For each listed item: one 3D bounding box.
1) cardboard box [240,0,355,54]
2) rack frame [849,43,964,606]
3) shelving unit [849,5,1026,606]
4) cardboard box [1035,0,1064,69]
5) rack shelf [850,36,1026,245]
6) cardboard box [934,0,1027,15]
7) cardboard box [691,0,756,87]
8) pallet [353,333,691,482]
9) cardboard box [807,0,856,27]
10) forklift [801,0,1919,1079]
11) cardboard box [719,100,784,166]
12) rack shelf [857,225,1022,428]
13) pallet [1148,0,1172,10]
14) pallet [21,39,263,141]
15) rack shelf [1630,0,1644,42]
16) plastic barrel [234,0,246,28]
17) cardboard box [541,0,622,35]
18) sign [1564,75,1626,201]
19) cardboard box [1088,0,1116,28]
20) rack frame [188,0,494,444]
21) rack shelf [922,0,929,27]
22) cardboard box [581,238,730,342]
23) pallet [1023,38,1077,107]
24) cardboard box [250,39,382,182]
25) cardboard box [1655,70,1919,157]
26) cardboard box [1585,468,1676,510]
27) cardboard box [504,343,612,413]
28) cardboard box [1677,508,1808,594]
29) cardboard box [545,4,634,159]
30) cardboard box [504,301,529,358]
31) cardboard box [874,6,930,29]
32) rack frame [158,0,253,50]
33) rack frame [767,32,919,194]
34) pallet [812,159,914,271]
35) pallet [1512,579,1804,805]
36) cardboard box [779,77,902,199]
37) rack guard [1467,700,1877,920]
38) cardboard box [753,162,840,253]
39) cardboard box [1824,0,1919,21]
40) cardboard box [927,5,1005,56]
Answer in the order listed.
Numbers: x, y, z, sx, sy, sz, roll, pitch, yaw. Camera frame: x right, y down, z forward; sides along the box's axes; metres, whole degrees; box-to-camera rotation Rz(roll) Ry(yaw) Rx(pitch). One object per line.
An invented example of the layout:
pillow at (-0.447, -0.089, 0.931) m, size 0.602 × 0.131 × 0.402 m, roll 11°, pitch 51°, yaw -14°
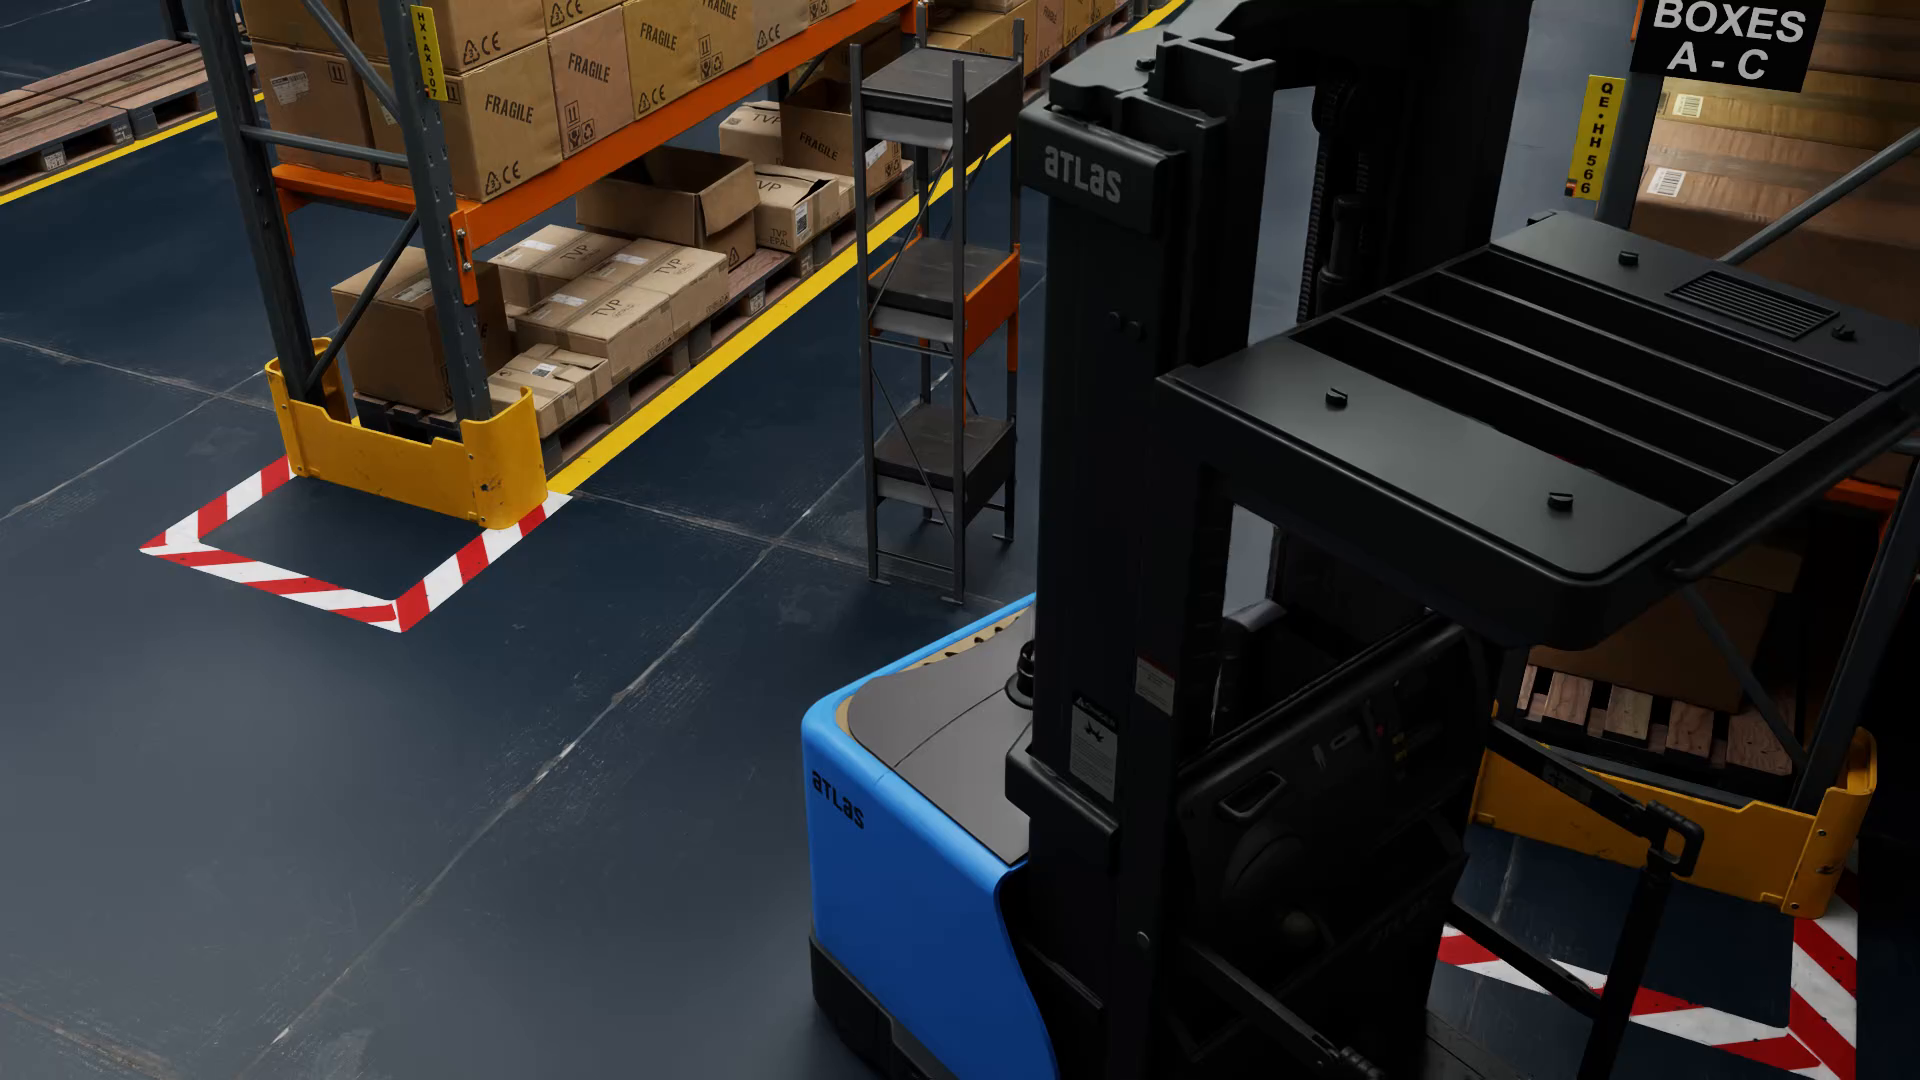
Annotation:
cardboard box at (-2.417, -2.210, 6.381) m, size 0.500 × 0.500 × 0.500 m, roll 14°, pitch 36°, yaw 20°
rack frame at (-0.171, -0.674, 5.863) m, size 0.400 × 2.100 × 0.015 m, roll 14°, pitch 36°, yaw 20°
shelving unit at (-0.069, -0.796, 6.049) m, size 0.431 × 2.100 × 0.503 m, roll 14°, pitch 36°, yaw 20°
cardboard box at (0.384, -3.548, 11.304) m, size 0.500 × 0.500 × 0.500 m, roll 13°, pitch 35°, yaw 19°
rack shelf at (-0.069, -1.370, 5.672) m, size 0.431 × 0.518 × 0.480 m, roll 14°, pitch 36°, yaw 20°
cardboard box at (0.162, -3.593, 10.688) m, size 0.500 × 0.250 × 0.500 m, roll 14°, pitch 36°, yaw 21°
cardboard box at (-1.295, -2.423, 7.619) m, size 0.500 × 0.500 × 0.500 m, roll 15°, pitch 36°, yaw 21°
pallet at (-1.989, -0.734, 7.677) m, size 1.003 × 0.211 × 1.213 m, roll 14°, pitch 36°, yaw 20°
cardboard box at (-0.871, -2.934, 8.398) m, size 0.500 × 0.500 × 0.500 m, roll 15°, pitch 36°, yaw 22°
forklift at (0.917, 0.541, 3.252) m, size 1.130 × 2.935 × 3.031 m, roll -25°, pitch 41°, yaw -33°
cardboard box at (-1.053, -2.357, 9.660) m, size 0.500 × 0.311 × 0.500 m, roll 14°, pitch 36°, yaw 20°
rack shelf at (-0.069, -0.784, 6.056) m, size 0.431 × 0.518 × 0.480 m, roll 14°, pitch 36°, yaw 20°
pallet at (1.373, -4.684, 13.701) m, size 1.003 × 0.211 × 1.213 m, roll 14°, pitch 36°, yaw 20°
pallet at (-5.450, -3.054, 11.215) m, size 1.003 × 0.211 × 1.213 m, roll 14°, pitch 36°, yaw 20°
rack shelf at (2.984, -2.280, 5.412) m, size 1.077 × 0.370 × 4.000 m, roll 14°, pitch 36°, yaw 20°
plastic barrel at (-4.935, -4.161, 11.890) m, size 0.600 × 0.901 × 0.708 m, roll 14°, pitch 36°, yaw 20°
cardboard box at (-1.717, -2.348, 6.592) m, size 0.500 × 0.500 × 0.500 m, roll 15°, pitch 36°, yaw 21°
sign at (1.660, -1.045, 4.336) m, size 0.100 × 0.325 × 0.005 m, roll 14°, pitch 36°, yaw 20°
cardboard box at (0.815, -4.068, 12.097) m, size 0.500 × 0.500 × 0.500 m, roll 16°, pitch 36°, yaw 22°
rack frame at (-2.354, -1.465, 6.249) m, size 1.000 × 3.000 × 0.127 m, roll 14°, pitch 36°, yaw 20°
rack shelf at (0.156, -4.152, 11.003) m, size 1.077 × 0.370 × 4.000 m, roll 14°, pitch 36°, yaw 20°
cardboard box at (-1.450, -1.203, 7.955) m, size 0.500 × 0.250 × 0.500 m, roll 14°, pitch 36°, yaw 20°
pallet at (0.135, -3.315, 11.613) m, size 1.003 × 0.211 × 1.213 m, roll 14°, pitch 36°, yaw 20°
cardboard box at (-2.414, -1.792, 6.657) m, size 0.500 × 0.500 × 0.500 m, roll 15°, pitch 36°, yaw 22°
cardboard box at (2.645, -1.077, 5.384) m, size 0.980 × 0.700 × 0.700 m, roll 14°, pitch 36°, yaw 20°
cardboard box at (2.237, -0.209, 5.639) m, size 0.380 × 0.149 × 0.250 m, roll 14°, pitch 36°, yaw 20°
cardboard box at (-1.762, -0.718, 7.293) m, size 0.380 × 0.166 × 0.250 m, roll 14°, pitch 36°, yaw 20°
cardboard box at (2.478, 0.005, 5.313) m, size 0.380 × 0.149 × 0.250 m, roll 14°, pitch 36°, yaw 21°
cardboard box at (-1.718, -1.926, 6.860) m, size 0.500 × 0.500 × 0.500 m, roll 14°, pitch 36°, yaw 20°
cardboard box at (-2.099, -0.973, 7.680) m, size 0.380 × 0.166 × 0.250 m, roll 14°, pitch 36°, yaw 20°
cardboard box at (-0.520, -3.152, 10.699) m, size 0.500 × 0.500 × 0.500 m, roll 14°, pitch 36°, yaw 21°
rack frame at (-5.178, -4.595, 11.023) m, size 1.000 × 3.000 × 0.127 m, roll 14°, pitch 36°, yaw 20°
rack frame at (-0.680, -3.457, 9.287) m, size 1.000 × 3.000 × 0.127 m, roll 14°, pitch 36°, yaw 20°
pallet at (-0.969, -1.949, 9.530) m, size 1.003 × 0.211 × 1.213 m, roll 14°, pitch 36°, yaw 20°
pallet at (2.410, 0.420, 5.918) m, size 1.003 × 0.211 × 1.213 m, roll 14°, pitch 36°, yaw 20°
cardboard box at (-0.661, -2.247, 9.320) m, size 0.500 × 0.500 × 0.500 m, roll 14°, pitch 36°, yaw 20°
rack guard at (2.137, 0.727, 5.186) m, size 1.175 × 0.500 × 0.348 m, roll 14°, pitch 36°, yaw 20°
cardboard box at (-0.975, -1.794, 8.802) m, size 0.500 × 0.311 × 0.500 m, roll 14°, pitch 36°, yaw 20°
cardboard box at (3.268, -1.819, 6.516) m, size 0.980 × 0.700 × 0.700 m, roll 13°, pitch 36°, yaw 19°
cardboard box at (-0.044, -3.049, 10.543) m, size 0.500 × 0.500 × 0.500 m, roll 15°, pitch 36°, yaw 21°
